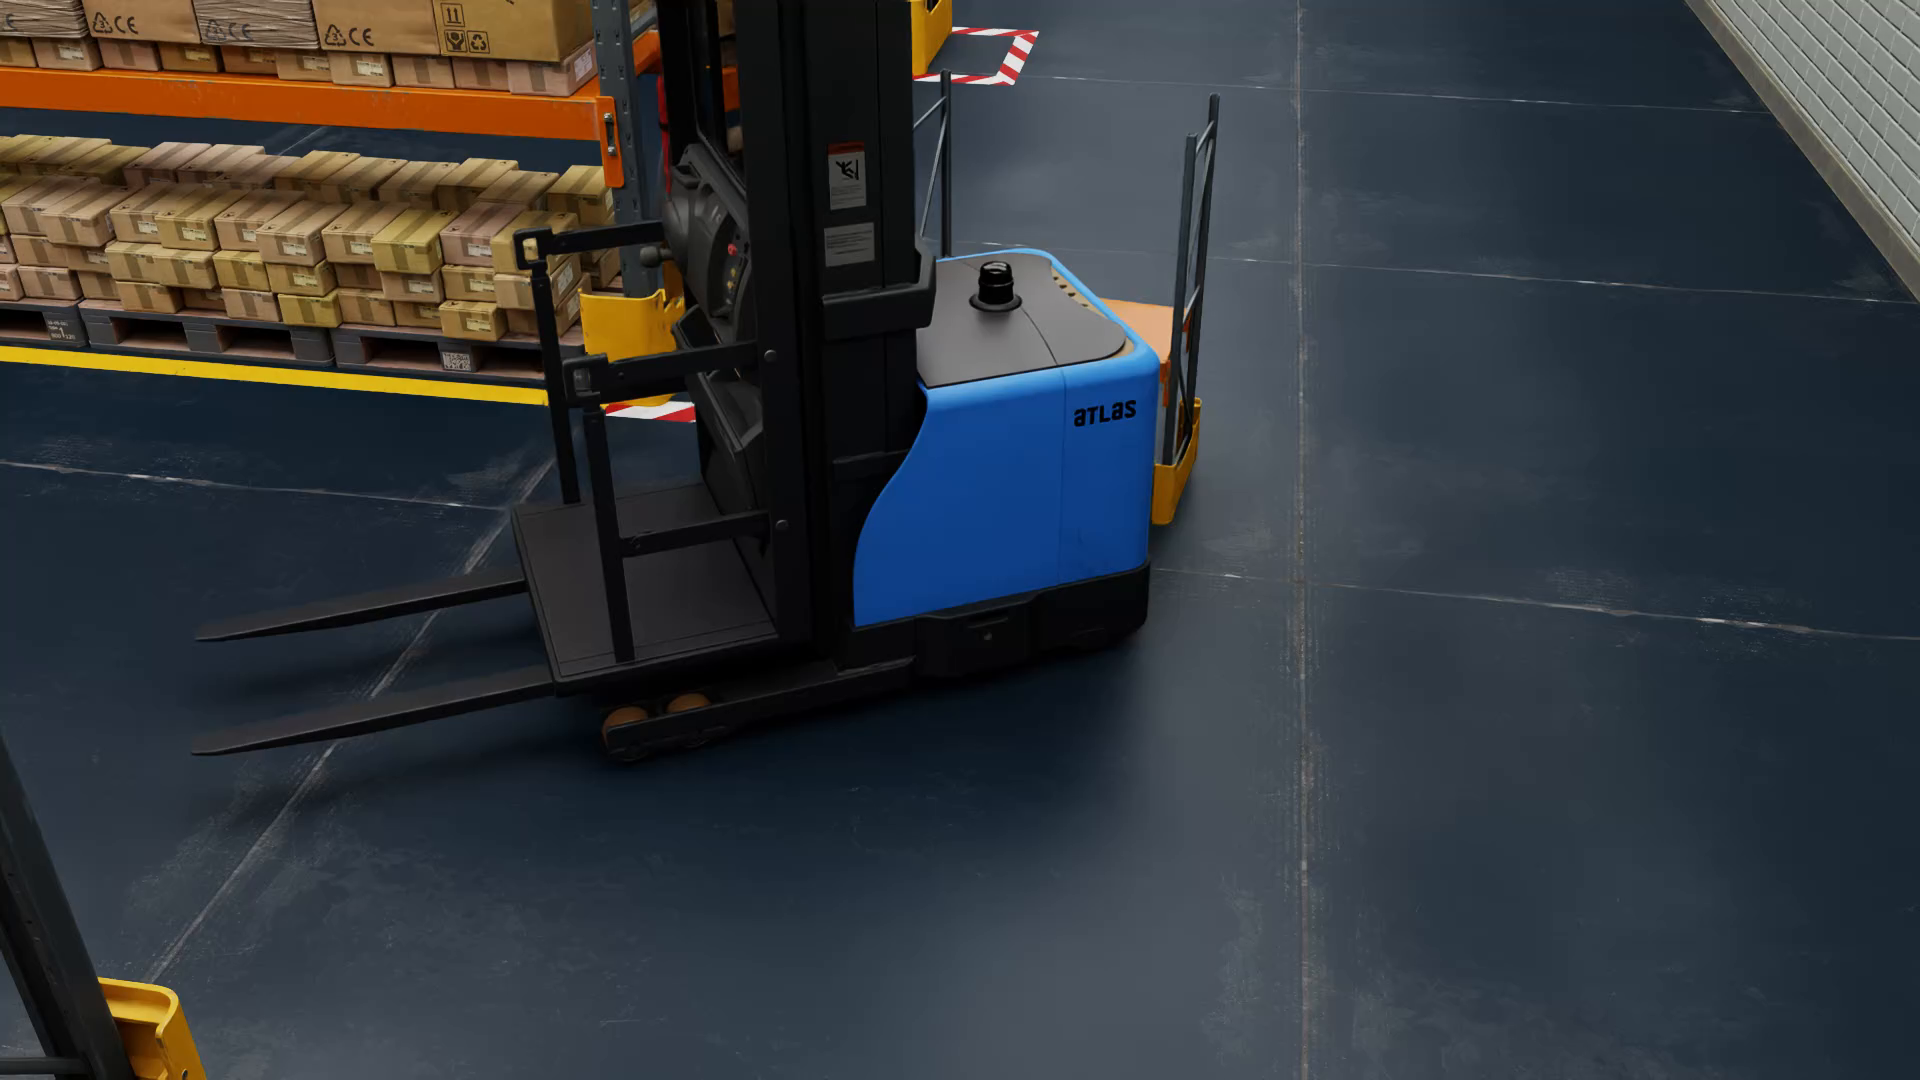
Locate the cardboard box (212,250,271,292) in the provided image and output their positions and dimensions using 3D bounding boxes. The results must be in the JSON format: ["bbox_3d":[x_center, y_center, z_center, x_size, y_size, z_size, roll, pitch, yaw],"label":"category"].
[{"bbox_3d":[-3.116,-1.264,7.453,0.250,0.149,0.380,7,33,11],"label":"cardboard box"}]

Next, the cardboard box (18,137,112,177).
[{"bbox_3d":[-4.316,-1.816,8.054,0.250,0.149,0.380,5,32,8],"label":"cardboard box"}]

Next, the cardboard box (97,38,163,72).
[{"bbox_3d":[-3.413,-2.116,7.039,0.250,0.149,0.380,6,33,10],"label":"cardboard box"}]

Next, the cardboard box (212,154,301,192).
[{"bbox_3d":[-3.297,-1.679,7.836,0.250,0.149,0.380,5,32,8],"label":"cardboard box"}]

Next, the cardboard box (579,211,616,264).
[{"bbox_3d":[-1.746,-1.430,7.718,0.250,0.149,0.380,6,33,10],"label":"cardboard box"}]

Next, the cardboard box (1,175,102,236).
[{"bbox_3d":[-4.131,-1.529,7.596,0.250,0.149,0.380,4,32,7],"label":"cardboard box"}]

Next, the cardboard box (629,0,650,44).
[{"bbox_3d":[-1.537,-2.247,7.250,0.250,0.149,0.380,5,32,8],"label":"cardboard box"}]

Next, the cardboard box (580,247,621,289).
[{"bbox_3d":[-1.735,-1.337,7.850,0.250,0.149,0.380,6,33,9],"label":"cardboard box"}]

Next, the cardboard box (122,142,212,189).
[{"bbox_3d":[-3.791,-1.776,7.991,0.250,0.149,0.380,4,32,6],"label":"cardboard box"}]

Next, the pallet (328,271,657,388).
[{"bbox_3d":[-2.143,-1.069,7.759,1.213,0.211,1.003,5,32,8],"label":"pallet"}]

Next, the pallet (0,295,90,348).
[{"bbox_3d":[-4.548,-1.287,8.107,1.213,0.211,1.003,5,32,8],"label":"pallet"}]

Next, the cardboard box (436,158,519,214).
[{"bbox_3d":[-2.251,-1.651,7.790,0.250,0.149,0.380,5,32,8],"label":"cardboard box"}]

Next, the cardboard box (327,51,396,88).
[{"bbox_3d":[-2.386,-1.995,6.847,0.250,0.149,0.380,6,33,10],"label":"cardboard box"}]

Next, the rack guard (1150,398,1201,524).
[{"bbox_3d":[0.848,-0.320,6.525,0.087,0.250,0.587,9,33,14],"label":"rack guard"}]

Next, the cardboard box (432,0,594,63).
[{"bbox_3d":[-1.759,-2.227,6.606,0.500,0.500,0.500,6,33,9],"label":"cardboard box"}]

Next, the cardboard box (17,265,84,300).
[{"bbox_3d":[-4.136,-1.264,7.733,0.250,0.149,0.380,5,32,7],"label":"cardboard box"}]

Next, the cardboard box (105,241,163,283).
[{"bbox_3d":[-3.631,-1.310,7.526,0.250,0.149,0.380,5,32,8],"label":"cardboard box"}]

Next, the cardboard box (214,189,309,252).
[{"bbox_3d":[-3.112,-1.431,7.440,0.250,0.149,0.380,4,32,7],"label":"cardboard box"}]

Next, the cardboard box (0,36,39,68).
[{"bbox_3d":[-3.948,-2.143,7.083,0.250,0.149,0.380,6,33,9],"label":"cardboard box"}]

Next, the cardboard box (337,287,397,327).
[{"bbox_3d":[-2.589,-1.115,7.495,0.250,0.149,0.380,5,32,9],"label":"cardboard box"}]

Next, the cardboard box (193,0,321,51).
[{"bbox_3d":[-2.767,-2.316,6.748,0.500,0.500,0.500,5,32,8],"label":"cardboard box"}]

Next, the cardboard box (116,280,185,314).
[{"bbox_3d":[-3.625,-1.185,7.607,0.250,0.149,0.380,4,32,7],"label":"cardboard box"}]

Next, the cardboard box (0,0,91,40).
[{"bbox_3d":[-3.791,-2.399,6.880,0.500,0.500,0.500,5,32,7],"label":"cardboard box"}]

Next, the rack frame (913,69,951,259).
[{"bbox_3d":[-0.122,-1.009,6.448,0.032,1.500,0.500,9,33,14],"label":"rack frame"}]

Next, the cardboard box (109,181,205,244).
[{"bbox_3d":[-3.611,-1.483,7.522,0.250,0.149,0.380,4,32,6],"label":"cardboard box"}]

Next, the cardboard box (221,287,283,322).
[{"bbox_3d":[-3.117,-1.139,7.534,0.250,0.149,0.380,6,33,9],"label":"cardboard box"}]

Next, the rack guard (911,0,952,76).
[{"bbox_3d":[-0.315,-3.677,11.653,0.348,0.500,1.175,5,32,8],"label":"rack guard"}]

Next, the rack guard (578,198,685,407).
[{"bbox_3d":[-1.348,-1.100,7.537,0.348,0.500,1.175,5,32,8],"label":"rack guard"}]

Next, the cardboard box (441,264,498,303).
[{"bbox_3d":[-2.090,-1.198,7.348,0.250,0.149,0.380,4,32,7],"label":"cardboard box"}]

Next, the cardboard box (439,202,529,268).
[{"bbox_3d":[-2.075,-1.342,7.298,0.250,0.149,0.380,6,33,9],"label":"cardboard box"}]

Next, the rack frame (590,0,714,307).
[{"bbox_3d":[-1.273,-2.153,6.863,0.127,3.000,1.000,5,32,8],"label":"rack frame"}]

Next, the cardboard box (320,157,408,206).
[{"bbox_3d":[-2.781,-1.659,7.804,0.250,0.149,0.380,6,33,10],"label":"cardboard box"}]

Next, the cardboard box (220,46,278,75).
[{"bbox_3d":[-2.897,-2.089,6.997,0.250,0.149,0.380,4,32,6],"label":"cardboard box"}]

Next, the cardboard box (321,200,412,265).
[{"bbox_3d":[-2.597,-1.355,7.318,0.250,0.149,0.380,4,32,6],"label":"cardboard box"}]

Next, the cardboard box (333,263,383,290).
[{"bbox_3d":[-2.601,-1.270,7.463,0.250,0.149,0.380,5,32,8],"label":"cardboard box"}]

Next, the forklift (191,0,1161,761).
[{"bbox_3d":[-0.931,-0.874,4.885,3.031,2.935,1.130,-11,34,-17],"label":"forklift"}]

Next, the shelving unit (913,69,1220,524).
[{"bbox_3d":[0.373,-0.927,6.318,1.083,1.500,0.587,9,33,14],"label":"shelving unit"}]

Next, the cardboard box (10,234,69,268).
[{"bbox_3d":[-4.136,-1.402,7.674,0.250,0.149,0.380,4,32,6],"label":"cardboard box"}]

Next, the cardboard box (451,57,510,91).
[{"bbox_3d":[-1.881,-1.970,6.807,0.250,0.149,0.380,5,32,8],"label":"cardboard box"}]

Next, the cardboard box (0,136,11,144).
[{"bbox_3d":[-4.821,-1.836,8.087,0.250,0.149,0.380,6,33,10],"label":"cardboard box"}]

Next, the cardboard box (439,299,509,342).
[{"bbox_3d":[-2.097,-1.031,7.361,0.250,0.149,0.380,6,33,10],"label":"cardboard box"}]

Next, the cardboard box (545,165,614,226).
[{"bbox_3d":[-1.732,-1.599,7.709,0.250,0.149,0.380,4,32,6],"label":"cardboard box"}]

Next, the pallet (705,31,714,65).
[{"bbox_3d":[-1.140,-3.587,11.781,1.213,0.211,1.003,5,32,8],"label":"pallet"}]
